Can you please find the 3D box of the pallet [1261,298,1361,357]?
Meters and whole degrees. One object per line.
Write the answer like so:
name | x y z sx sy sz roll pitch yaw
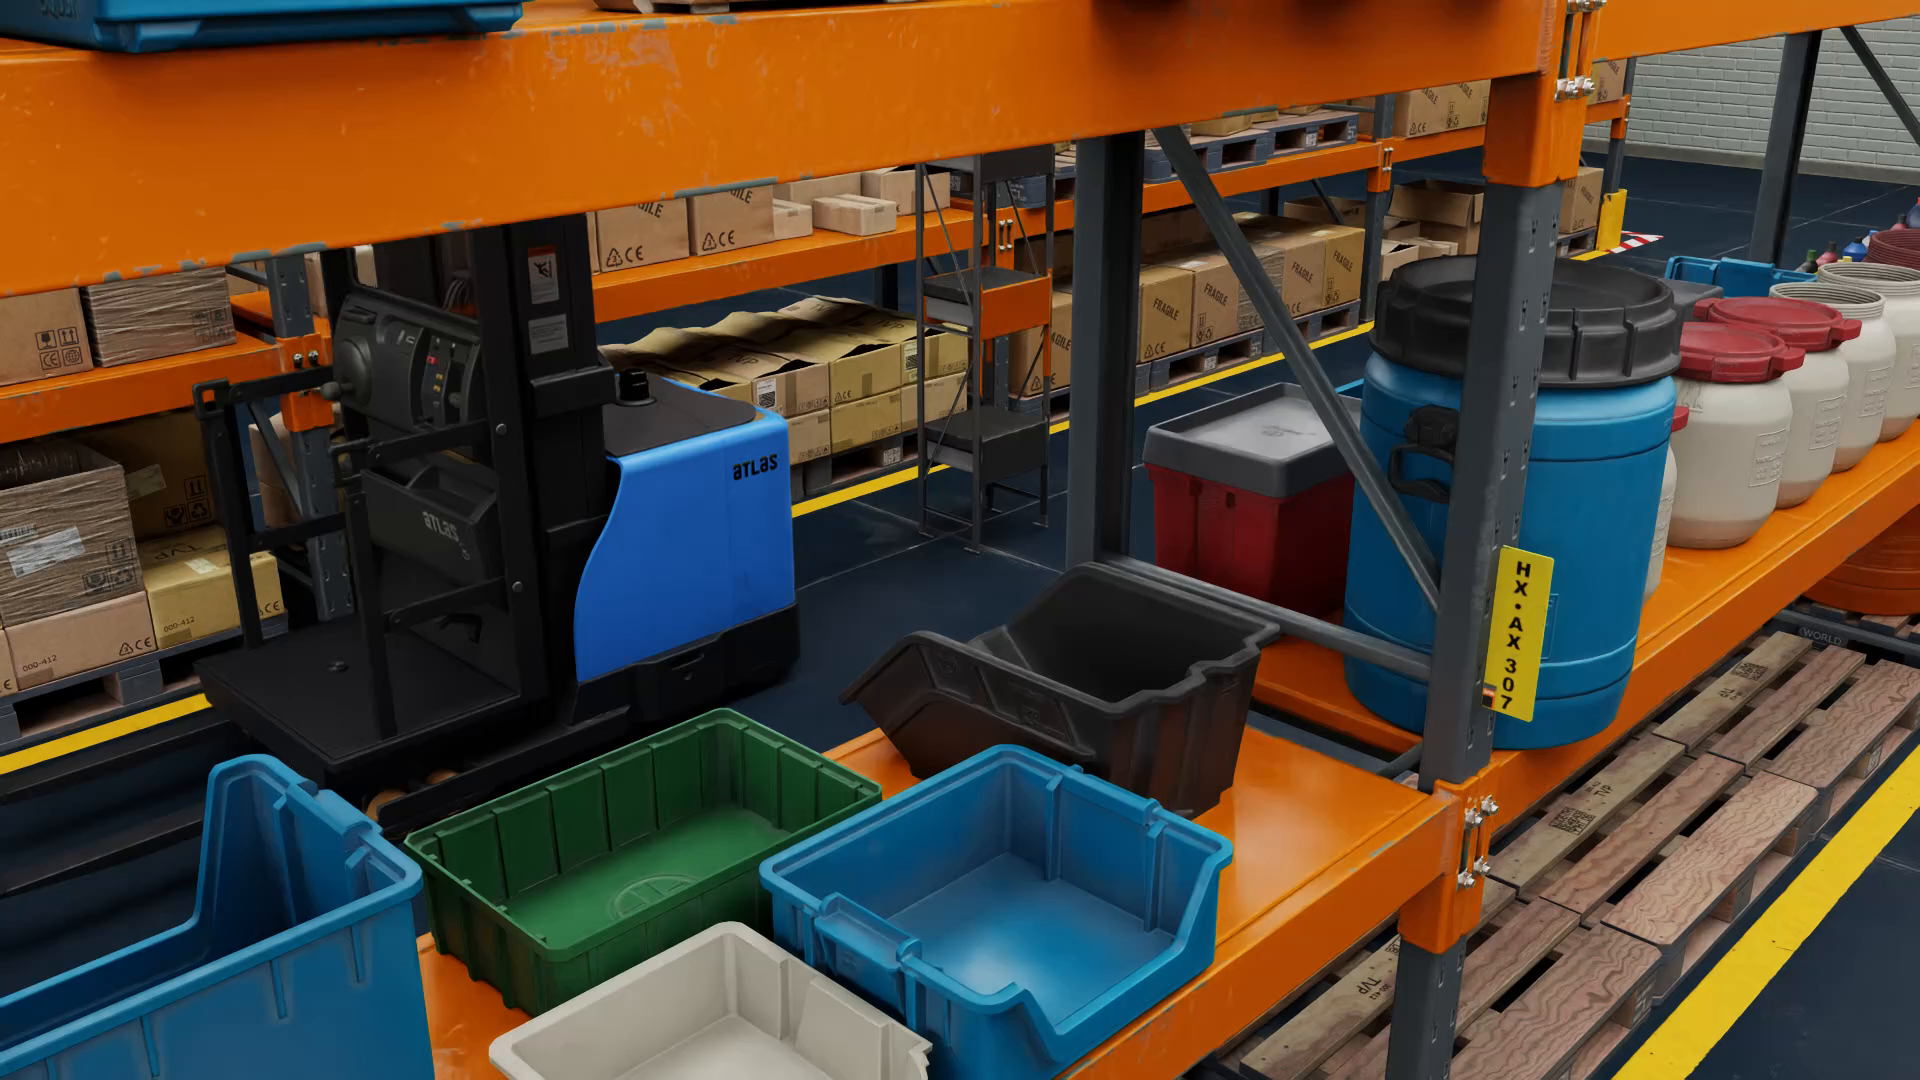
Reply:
pallet | 2.131 -1.615 11.982 1.003 0.211 1.213 19 28 41

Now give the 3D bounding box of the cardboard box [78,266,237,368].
cardboard box | -3.215 -1.010 6.381 0.700 0.500 0.500 18 28 39

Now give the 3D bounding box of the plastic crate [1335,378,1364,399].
plastic crate | 1.183 -0.192 4.415 0.392 0.384 0.575 19 28 41

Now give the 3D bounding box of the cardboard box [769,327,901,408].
cardboard box | -0.666 -0.950 8.830 0.500 0.311 0.500 19 28 40

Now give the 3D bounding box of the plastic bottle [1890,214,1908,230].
plastic bottle | 4.201 -1.316 7.481 0.061 0.283 0.133 19 28 41

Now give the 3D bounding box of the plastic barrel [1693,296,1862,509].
plastic barrel | 2.275 -0.392 4.725 0.433 0.535 0.433 0 21 0

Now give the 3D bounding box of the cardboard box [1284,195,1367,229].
cardboard box | 2.865 -2.391 12.986 0.500 0.500 0.500 19 28 41

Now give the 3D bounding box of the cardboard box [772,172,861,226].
cardboard box | -0.882 -1.884 8.919 0.500 0.311 0.500 19 28 40

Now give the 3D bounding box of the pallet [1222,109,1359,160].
pallet | 2.036 -2.867 11.621 1.003 0.211 1.213 19 28 41

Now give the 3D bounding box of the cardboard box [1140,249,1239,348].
cardboard box | 1.478 -1.590 10.901 0.500 0.500 0.500 18 27 39

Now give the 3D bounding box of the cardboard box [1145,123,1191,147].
cardboard box | 1.014 -2.727 10.264 0.500 0.500 0.700 -14 25 -32

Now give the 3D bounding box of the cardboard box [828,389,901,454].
cardboard box | -0.668 -0.690 8.935 0.500 0.250 0.500 19 28 40

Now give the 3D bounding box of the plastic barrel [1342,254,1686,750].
plastic barrel | 1.123 -0.095 3.443 0.600 0.901 0.708 19 28 41

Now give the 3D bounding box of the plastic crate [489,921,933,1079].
plastic crate | -0.314 0.766 2.268 0.530 0.136 0.437 19 28 41

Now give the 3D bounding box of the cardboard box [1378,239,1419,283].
cardboard box | 3.119 -2.139 12.594 0.500 0.311 0.500 19 28 41

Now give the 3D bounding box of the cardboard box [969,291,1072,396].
cardboard box | 0.403 -1.191 9.863 0.500 0.500 0.500 -19 28 -40

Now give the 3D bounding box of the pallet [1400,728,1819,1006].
pallet | 2.008 0.937 5.343 1.003 0.211 1.213 19 28 41

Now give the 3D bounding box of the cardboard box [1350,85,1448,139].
cardboard box | 3.222 -3.245 12.196 0.500 0.500 0.500 -19 28 -41

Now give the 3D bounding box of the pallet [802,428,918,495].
pallet | -0.721 -0.603 9.350 1.003 0.211 1.213 19 28 41

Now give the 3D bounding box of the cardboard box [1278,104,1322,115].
cardboard box | 2.181 -3.312 11.786 0.700 0.500 0.500 9 23 23

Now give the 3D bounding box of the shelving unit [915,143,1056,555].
shelving unit | 0.115 -1.023 7.809 0.431 2.100 0.503 19 28 41

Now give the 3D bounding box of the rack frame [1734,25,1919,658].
rack frame | 3.427 -0.866 6.147 1.000 3.000 0.127 19 28 41

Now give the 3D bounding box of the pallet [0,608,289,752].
pallet | -3.494 0.417 6.696 1.003 0.211 1.213 19 28 41

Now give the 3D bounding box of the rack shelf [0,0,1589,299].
rack shelf | -0.758 -0.388 1.725 1.077 0.370 4.000 19 28 41

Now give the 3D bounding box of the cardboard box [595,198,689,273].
cardboard box | -1.645 -1.583 7.872 0.500 0.500 0.500 19 28 41

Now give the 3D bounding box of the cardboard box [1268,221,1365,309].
cardboard box | 2.532 -1.975 11.903 0.500 0.500 0.500 19 28 40

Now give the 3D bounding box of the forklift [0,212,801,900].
forklift | -2.030 -0.584 5.509 1.130 2.935 3.031 19 28 41

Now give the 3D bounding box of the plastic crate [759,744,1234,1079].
plastic crate | 0.059 0.584 2.582 0.499 0.251 0.616 19 28 41

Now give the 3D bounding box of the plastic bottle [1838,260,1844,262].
plastic bottle | 3.658 -1.069 6.951 0.097 0.201 0.097 0 21 0

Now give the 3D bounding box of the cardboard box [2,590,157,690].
cardboard box | -3.432 0.309 6.338 0.500 0.250 0.500 19 28 41

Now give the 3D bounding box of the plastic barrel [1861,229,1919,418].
plastic barrel | 3.321 -0.735 5.615 0.600 0.536 0.708 19 28 41

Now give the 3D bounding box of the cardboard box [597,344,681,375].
cardboard box | -1.771 -0.820 8.493 0.500 0.311 0.500 19 28 40

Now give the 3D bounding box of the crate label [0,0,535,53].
crate label | -0.611 -0.539 1.322 0.502 0.251 0.408 19 28 41

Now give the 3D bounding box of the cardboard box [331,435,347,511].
cardboard box | -2.443 -0.297 7.132 0.500 0.311 0.500 19 28 41

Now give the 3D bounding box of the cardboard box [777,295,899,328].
cardboard box | -0.695 -1.220 9.533 0.500 0.311 0.500 -19 28 -40

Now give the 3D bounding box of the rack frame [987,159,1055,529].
rack frame | 0.286 -1.085 7.972 0.400 2.100 0.015 19 28 41

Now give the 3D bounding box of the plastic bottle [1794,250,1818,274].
plastic bottle | 3.404 -1.022 6.716 0.061 0.283 0.133 19 28 41

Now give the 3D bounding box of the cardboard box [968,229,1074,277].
cardboard box | 0.401 -1.810 10.429 0.500 0.250 0.500 -19 28 -40

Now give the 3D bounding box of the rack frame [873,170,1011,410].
rack frame | -0.119 -2.107 9.375 1.000 3.000 0.127 19 28 41

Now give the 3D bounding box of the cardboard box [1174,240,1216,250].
cardboard box | 1.441 -1.844 11.562 0.500 0.500 0.500 20 29 41

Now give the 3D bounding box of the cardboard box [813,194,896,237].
cardboard box | -0.549 -1.689 8.639 0.380 0.149 0.250 19 28 41

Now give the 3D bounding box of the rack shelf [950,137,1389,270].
rack shelf | 1.276 -2.285 10.842 1.077 0.370 4.000 19 28 41

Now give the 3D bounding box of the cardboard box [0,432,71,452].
cardboard box | -3.801 -0.170 6.538 0.500 0.500 0.500 19 28 41

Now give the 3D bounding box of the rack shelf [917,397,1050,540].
rack shelf | 0.115 -0.357 8.065 0.431 0.518 0.480 19 28 41

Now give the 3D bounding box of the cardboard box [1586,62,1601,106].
cardboard box | 4.985 -3.892 13.881 0.500 0.500 0.500 20 28 41

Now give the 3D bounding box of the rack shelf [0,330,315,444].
rack shelf | -4.305 -0.229 5.491 1.077 0.370 4.000 19 28 41
